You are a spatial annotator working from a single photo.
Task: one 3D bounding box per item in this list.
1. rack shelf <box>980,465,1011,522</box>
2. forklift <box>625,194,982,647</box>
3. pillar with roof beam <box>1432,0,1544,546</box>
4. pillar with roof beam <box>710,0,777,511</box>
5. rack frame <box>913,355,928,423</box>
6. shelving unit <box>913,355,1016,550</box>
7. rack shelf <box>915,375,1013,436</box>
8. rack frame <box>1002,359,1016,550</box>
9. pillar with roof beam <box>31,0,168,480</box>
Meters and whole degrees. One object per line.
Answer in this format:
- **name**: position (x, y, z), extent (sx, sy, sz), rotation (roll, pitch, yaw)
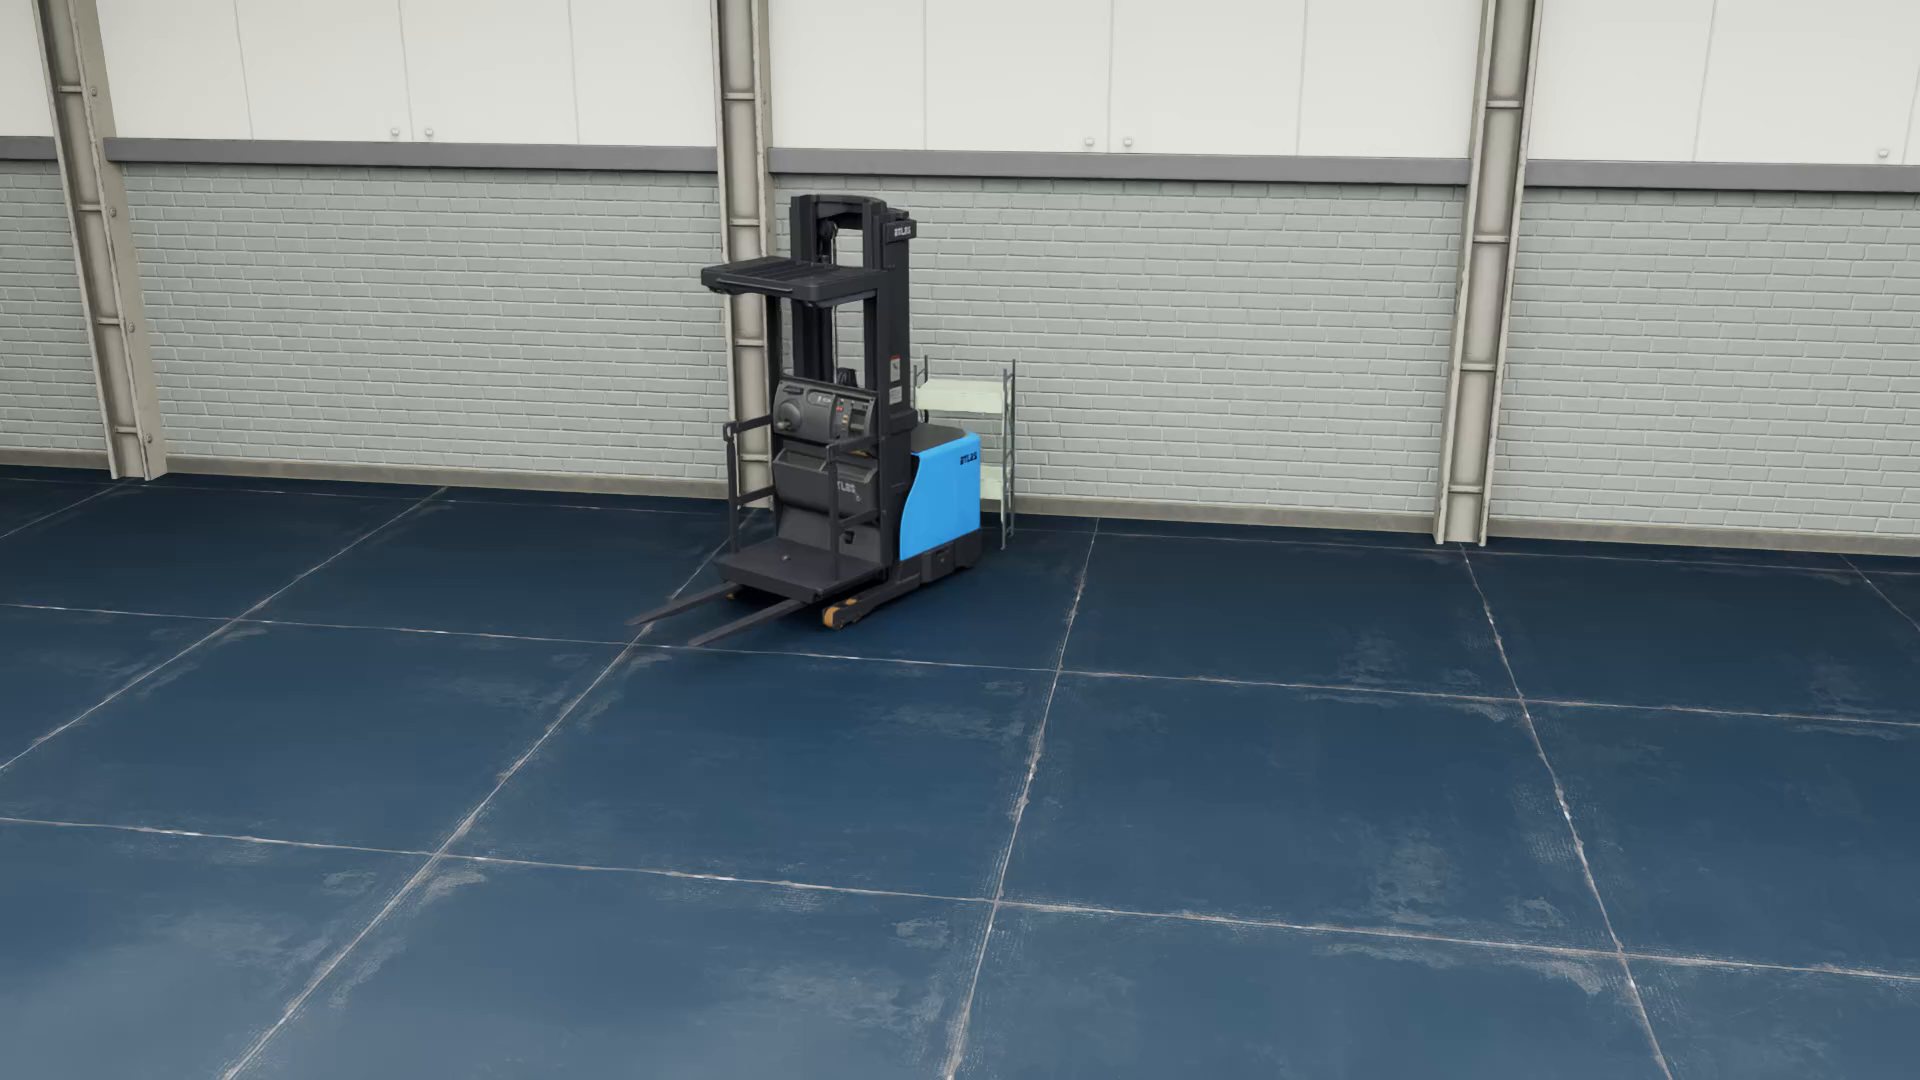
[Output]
- **rack shelf**: position (0.040, -0.411, 13.695), extent (0.720, 0.370, 0.431), rotation (4, 19, 12)
- **forklift**: position (-1.118, -0.924, 11.945), extent (1.130, 2.935, 3.031), rotation (14, 23, 35)
- **pillar with roof beam**: position (3.464, -2.927, 8.368), extent (0.400, 9.000, 9.100), rotation (3, 19, 9)
- **pillar with roof beam**: position (-2.460, -3.229, 9.270), extent (0.400, 9.000, 9.100), rotation (3, 19, 9)
- **rack frame**: position (-0.318, -0.745, 13.666), extent (0.023, 1.500, 0.400), rotation (4, 19, 12)
- **shelving unit**: position (0.040, -0.720, 13.592), extent (0.755, 1.500, 0.431), rotation (4, 19, 12)
- **rack shelf**: position (0.040, -1.090, 13.468), extent (0.720, 0.370, 0.431), rotation (4, 19, 12)
- **rack frame**: position (0.397, -0.695, 13.517), extent (0.023, 1.500, 0.400), rotation (4, 19, 12)
- **pillar with roof beam**: position (-8.384, -3.530, 10.173), extent (0.400, 9.000, 9.100), rotation (3, 19, 9)
